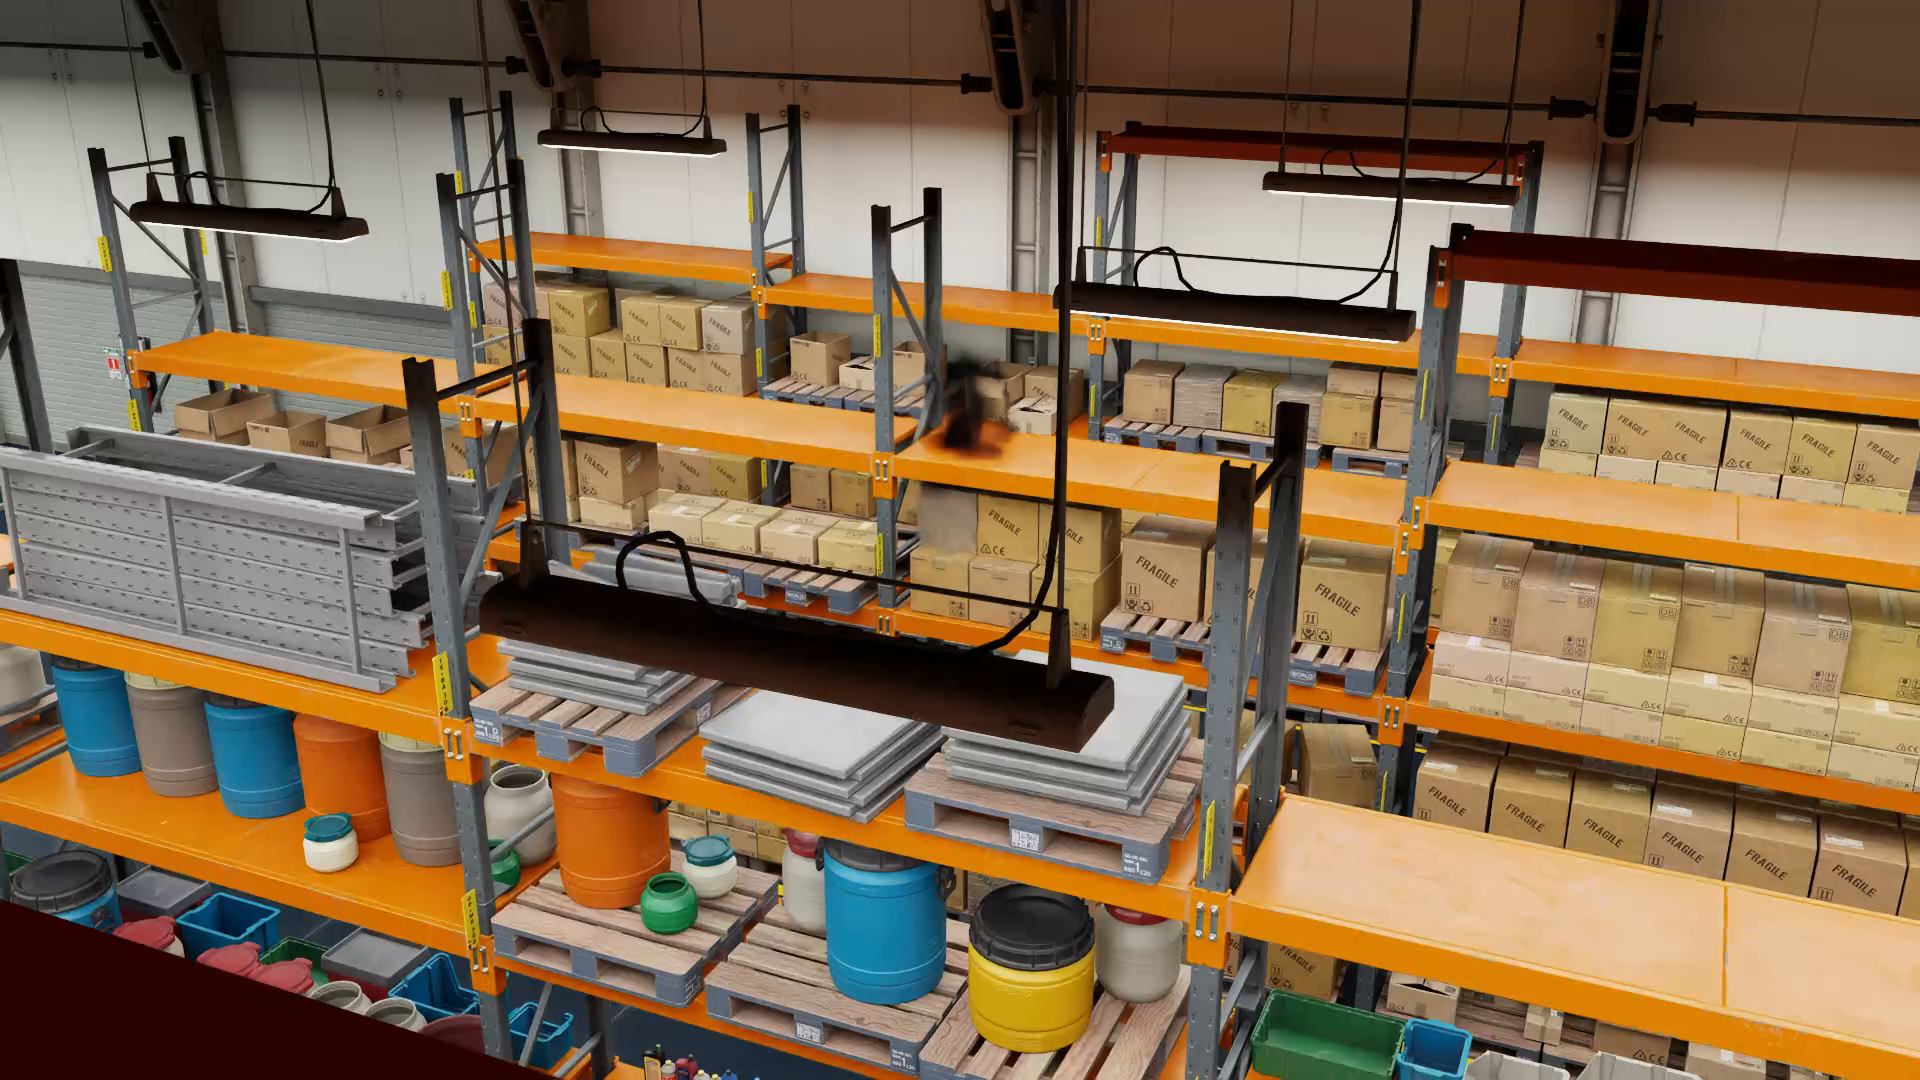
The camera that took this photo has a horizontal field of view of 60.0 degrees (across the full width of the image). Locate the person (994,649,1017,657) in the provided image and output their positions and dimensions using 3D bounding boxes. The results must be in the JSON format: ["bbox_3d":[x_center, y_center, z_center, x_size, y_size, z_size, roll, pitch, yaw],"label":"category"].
[{"bbox_3d":[0.503,1.396,16.362,0.980,1.804,0.698,4,21,12],"label":"person"}]
